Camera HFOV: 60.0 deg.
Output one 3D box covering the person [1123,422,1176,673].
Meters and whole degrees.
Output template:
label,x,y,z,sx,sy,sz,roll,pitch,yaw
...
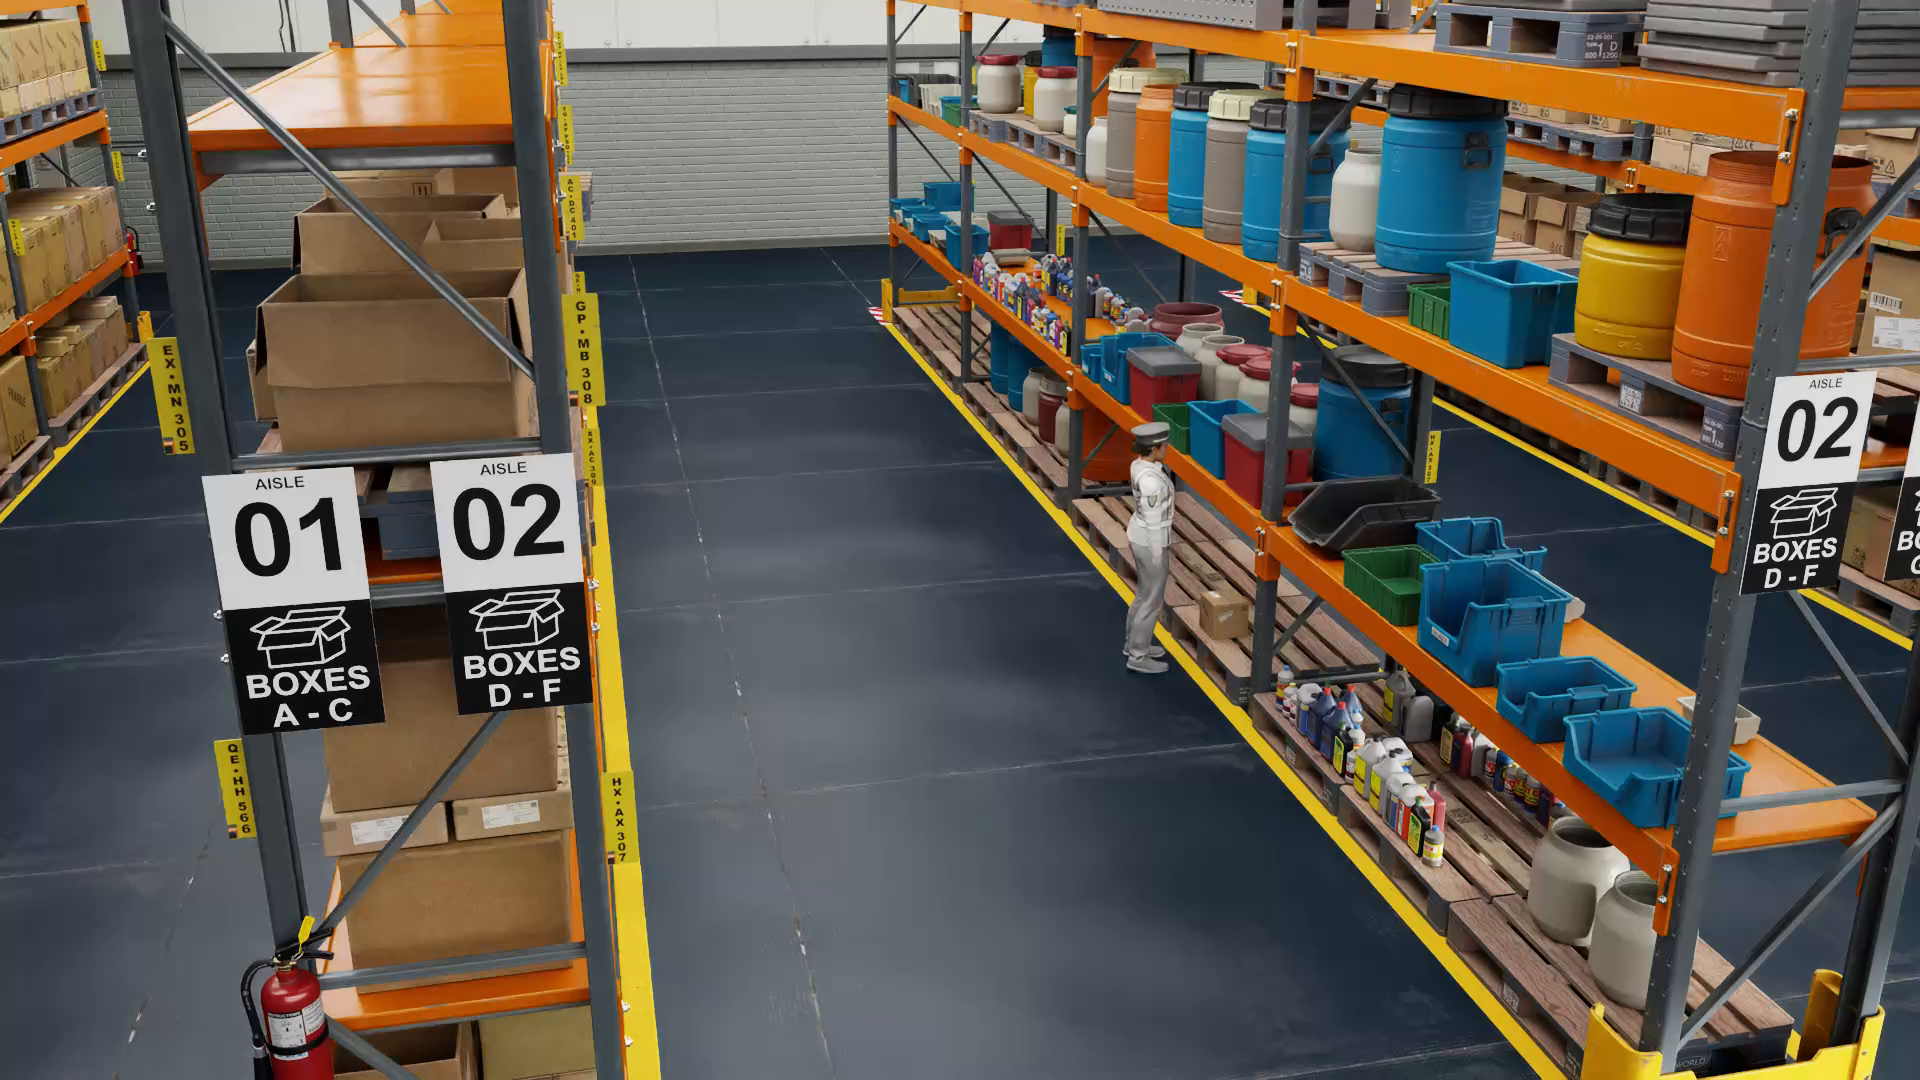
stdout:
label,x,y,z,sx,sy,sz,roll,pitch,yaw
person,1.262,0.040,10.974,0.328,1.674,0.467,-1,20,-3
